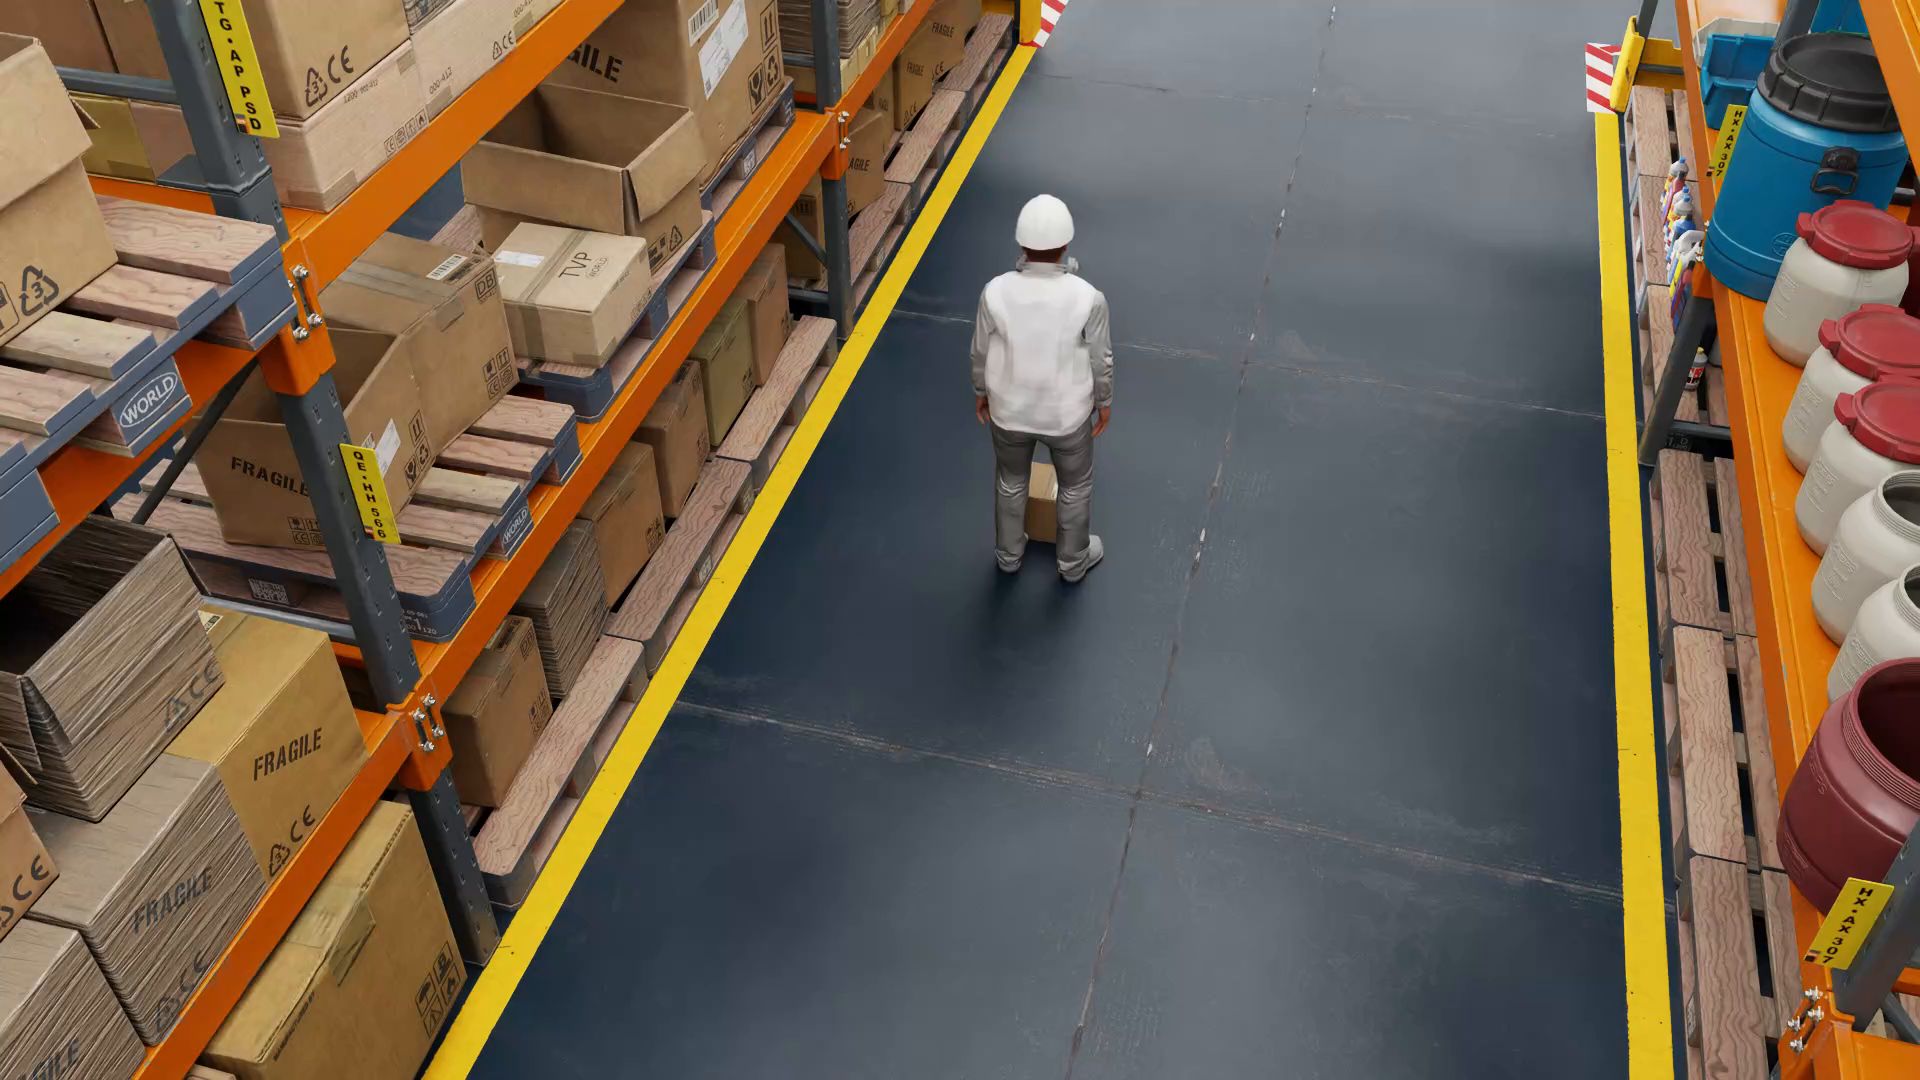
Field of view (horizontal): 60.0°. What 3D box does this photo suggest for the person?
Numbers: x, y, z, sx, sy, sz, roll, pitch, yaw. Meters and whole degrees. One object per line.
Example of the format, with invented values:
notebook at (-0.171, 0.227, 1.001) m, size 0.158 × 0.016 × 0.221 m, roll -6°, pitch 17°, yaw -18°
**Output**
person at (0.334, -0.574, 6.805) m, size 0.582 × 1.769 × 0.464 m, roll 8°, pitch 41°, yaw 9°
